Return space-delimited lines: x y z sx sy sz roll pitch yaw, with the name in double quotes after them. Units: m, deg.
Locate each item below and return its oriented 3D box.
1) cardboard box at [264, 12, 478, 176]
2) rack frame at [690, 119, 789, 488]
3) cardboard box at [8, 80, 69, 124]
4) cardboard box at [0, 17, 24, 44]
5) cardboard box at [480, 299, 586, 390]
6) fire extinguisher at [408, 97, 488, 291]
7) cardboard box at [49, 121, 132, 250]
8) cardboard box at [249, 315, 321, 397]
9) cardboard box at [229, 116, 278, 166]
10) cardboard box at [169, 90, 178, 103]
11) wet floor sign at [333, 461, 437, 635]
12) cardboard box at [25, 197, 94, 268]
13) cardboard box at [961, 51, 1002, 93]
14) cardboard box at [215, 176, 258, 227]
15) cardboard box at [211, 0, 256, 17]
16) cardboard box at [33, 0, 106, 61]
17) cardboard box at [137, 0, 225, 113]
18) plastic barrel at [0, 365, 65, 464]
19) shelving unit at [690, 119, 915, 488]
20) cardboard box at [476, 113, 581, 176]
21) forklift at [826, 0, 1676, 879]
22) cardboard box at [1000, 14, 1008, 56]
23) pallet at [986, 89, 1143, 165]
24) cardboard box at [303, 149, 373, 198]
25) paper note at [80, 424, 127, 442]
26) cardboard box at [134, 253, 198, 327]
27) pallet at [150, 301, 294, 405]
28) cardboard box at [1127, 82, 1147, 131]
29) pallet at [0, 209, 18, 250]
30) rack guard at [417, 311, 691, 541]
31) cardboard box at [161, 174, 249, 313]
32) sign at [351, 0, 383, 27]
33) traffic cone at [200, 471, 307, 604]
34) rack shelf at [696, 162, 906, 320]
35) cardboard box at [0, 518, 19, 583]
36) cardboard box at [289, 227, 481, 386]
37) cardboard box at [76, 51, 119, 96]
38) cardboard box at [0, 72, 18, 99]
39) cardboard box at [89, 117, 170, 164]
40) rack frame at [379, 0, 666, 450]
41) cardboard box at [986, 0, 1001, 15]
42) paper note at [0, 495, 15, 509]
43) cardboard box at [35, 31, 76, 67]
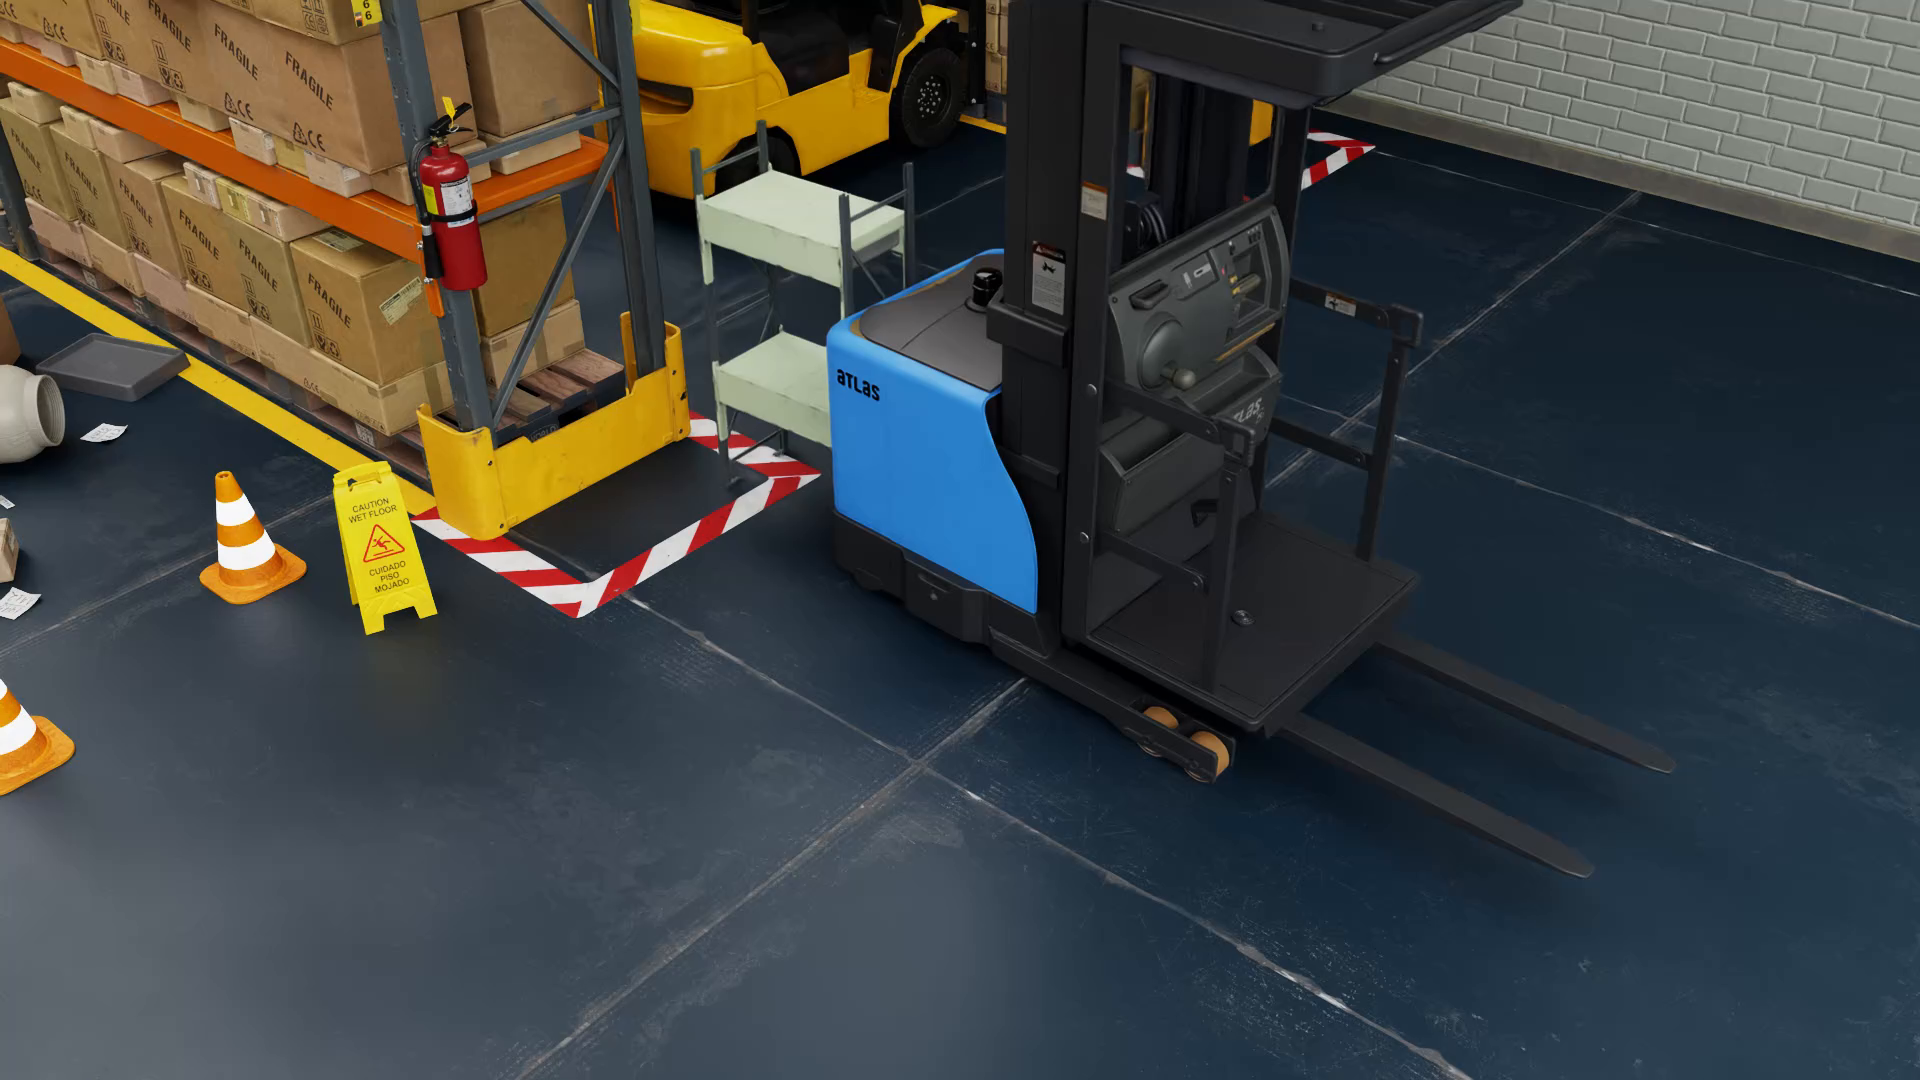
-2.220 -1.748 6.294 0.500 0.500 0.500 24 41 31 "cardboard box"
-0.884 -0.932 6.782 0.023 1.500 0.400 23 41 30 "rack frame"
-4.363 -2.170 8.082 0.250 0.149 0.380 26 42 32 "cardboard box"
-4.437 -2.530 8.006 0.250 0.149 0.380 27 43 33 "cardboard box"
-2.070 -0.960 7.555 0.500 0.250 0.500 25 42 31 "cardboard box"
-1.834 -1.234 5.965 0.183 0.674 0.296 25 42 32 "fire extinguisher"
-4.001 -1.785 8.095 0.500 0.500 0.500 27 43 34 "cardboard box"
-2.813 -0.914 7.489 0.500 0.250 0.500 25 42 32 "cardboard box"
-2.717 -1.672 6.757 0.250 0.149 0.380 26 42 33 "cardboard box"
-3.213 -2.008 7.247 0.250 0.149 0.380 25 42 32 "cardboard box"
-2.166 -0.003 6.184 0.267 0.644 0.232 -18 38 -25 "wet floor sign"
-4.420 -1.665 8.582 0.500 0.250 0.500 23 41 30 "cardboard box"
0.228 -3.110 10.687 0.500 0.250 0.500 26 42 32 "cardboard box"
-2.926 -1.496 7.102 0.250 0.149 0.380 26 42 33 "cardboard box"
-2.543 -2.360 6.302 0.500 0.500 0.700 26 42 32 "cardboard box"
-3.763 -2.480 7.361 0.500 0.500 0.500 25 42 31 "cardboard box"
-2.984 -2.114 6.828 0.500 0.500 0.500 25 42 32 "cardboard box"
-4.183 -0.535 7.155 0.512 0.421 0.421 -6 35 -8 "plastic barrel"
-0.592 -0.807 6.600 0.755 1.500 0.431 23 41 30 "shelving unit"
-1.756 -1.617 6.677 0.250 0.149 0.380 25 42 32 "cardboard box"
0.937 -0.737 5.234 3.031 2.935 1.130 27 43 33 "forklift"
0.593 -3.141 10.290 0.500 0.250 0.500 25 42 31 "cardboard box"
0.932 -2.778 10.608 1.213 0.211 1.003 25 42 32 "pallet"
-2.317 -1.490 6.491 0.250 0.149 0.380 25 42 31 "cardboard box"
-3.821 -0.482 7.425 0.148 0.019 0.142 12 36 16 "paper note"
-3.593 -1.285 8.030 0.500 0.250 0.500 25 41 31 "cardboard box"
-3.220 -1.137 8.219 1.213 0.211 1.003 25 42 32 "pallet"
0.983 -2.741 10.149 0.500 0.250 0.500 26 42 32 "cardboard box"
-5.300 -2.088 9.604 1.213 0.211 1.003 25 42 32 "pallet"
-1.685 -0.504 7.043 0.348 0.500 1.175 25 42 32 "rack guard"
-3.196 -1.406 7.544 0.500 0.500 0.500 24 41 31 "cardboard box"
-1.997 -1.881 5.537 0.005 0.325 0.100 25 42 32 "sign"
-2.783 -0.056 6.423 0.334 0.463 0.336 25 42 32 "traffic cone"
-0.592 -1.129 6.378 0.720 0.370 0.431 23 41 30 "rack shelf"
-3.926 0.072 6.514 0.380 0.149 0.250 -12 36 -17 "cardboard box"
-2.409 -1.033 7.000 0.500 0.500 0.500 26 42 32 "cardboard box"
-3.687 -2.132 7.426 0.250 0.149 0.380 25 42 32 "cardboard box"
-5.660 -2.494 9.682 0.625 0.372 0.950 28 43 34 "cardboard box"
-3.758 -1.888 7.672 0.250 0.149 0.380 28 43 34 "cardboard box"
-1.627 -1.507 6.295 0.127 3.000 1.000 25 42 32 "rack frame"
0.202 -3.512 10.389 0.500 0.250 0.500 26 42 32 "cardboard box"
-4.008 -0.160 6.974 0.123 0.001 0.032 25 42 32 "paper note"
-4.045 -2.342 7.733 0.250 0.149 0.380 27 43 33 "cardboard box"
